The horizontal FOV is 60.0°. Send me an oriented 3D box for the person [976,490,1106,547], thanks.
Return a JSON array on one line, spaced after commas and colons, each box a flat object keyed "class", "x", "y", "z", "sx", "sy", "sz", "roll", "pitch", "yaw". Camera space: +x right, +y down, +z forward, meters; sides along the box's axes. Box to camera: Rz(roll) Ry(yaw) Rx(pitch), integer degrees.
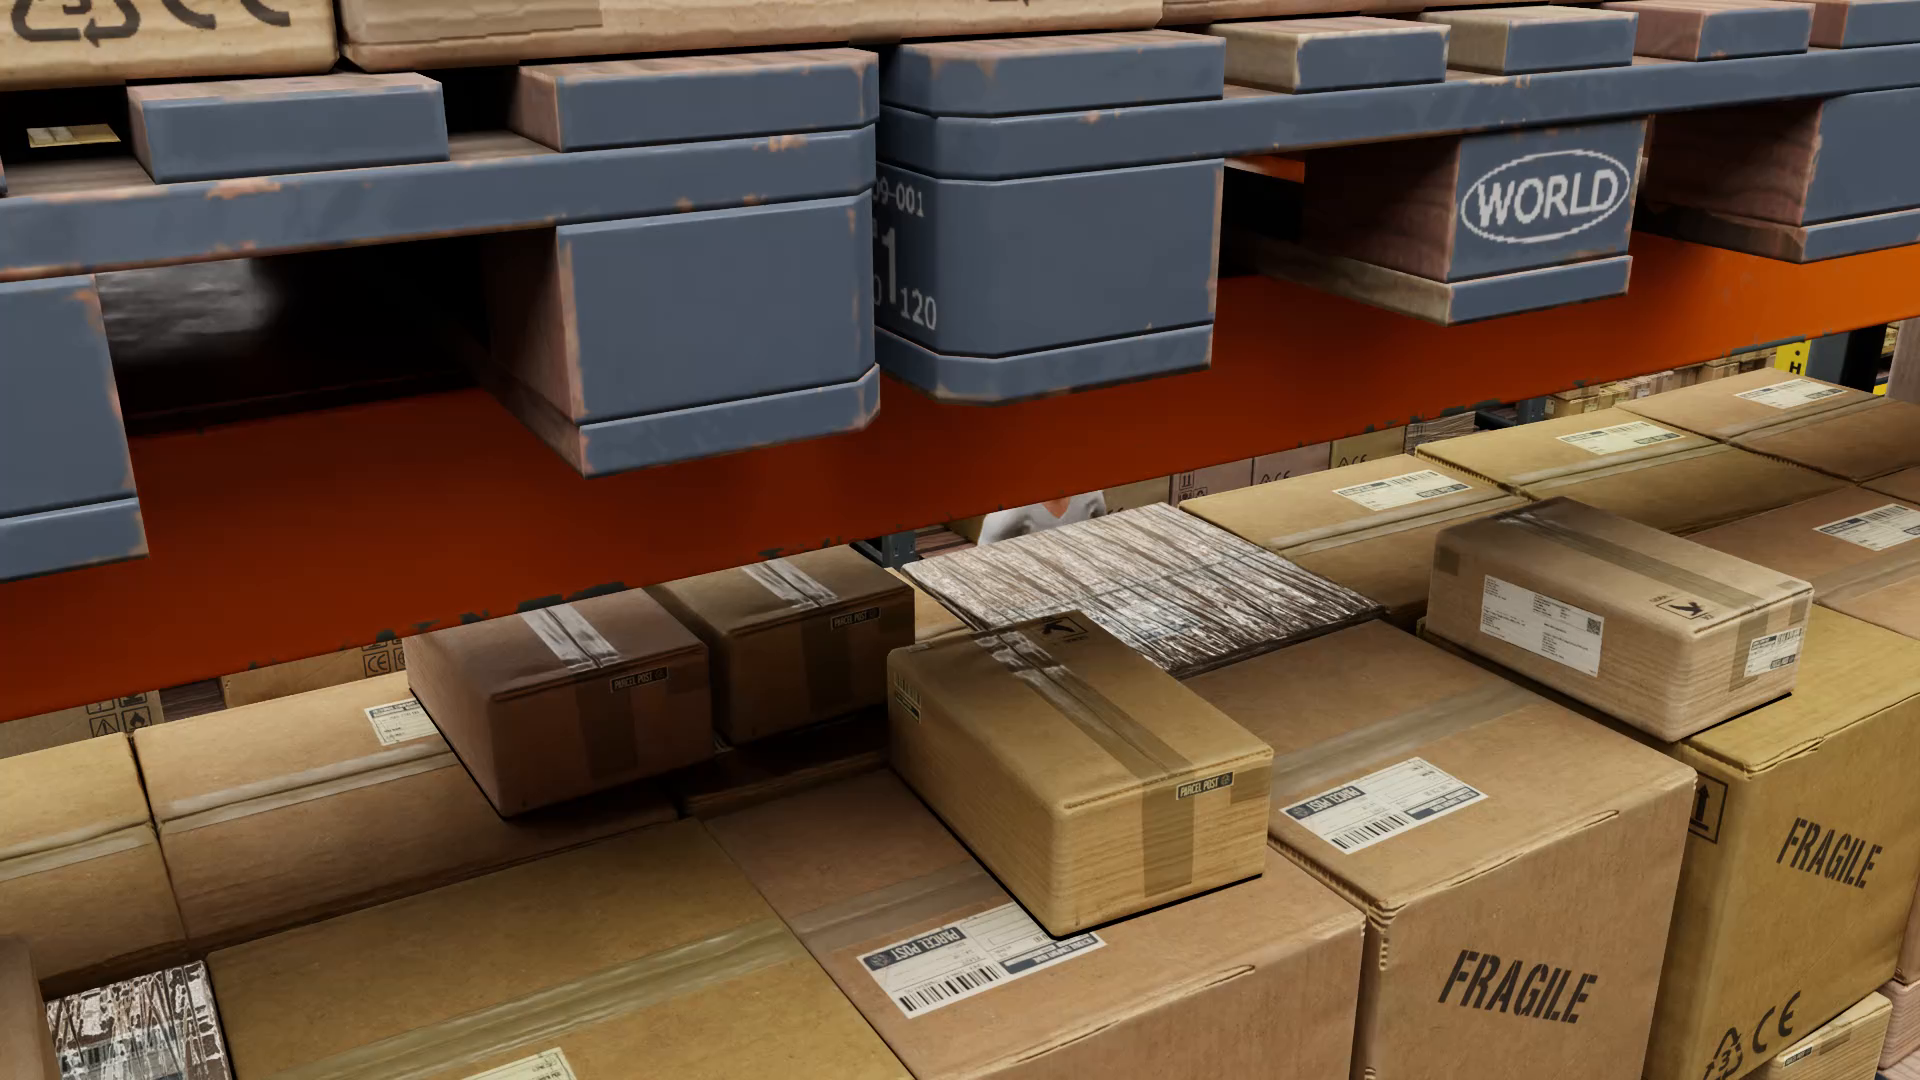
[{"class": "person", "x": 0.273, "y": 0.355, "z": 5.204, "sx": 0.485, "sy": 1.672, "sz": 0.408, "roll": -12, "pitch": 25, "yaw": -28}]
